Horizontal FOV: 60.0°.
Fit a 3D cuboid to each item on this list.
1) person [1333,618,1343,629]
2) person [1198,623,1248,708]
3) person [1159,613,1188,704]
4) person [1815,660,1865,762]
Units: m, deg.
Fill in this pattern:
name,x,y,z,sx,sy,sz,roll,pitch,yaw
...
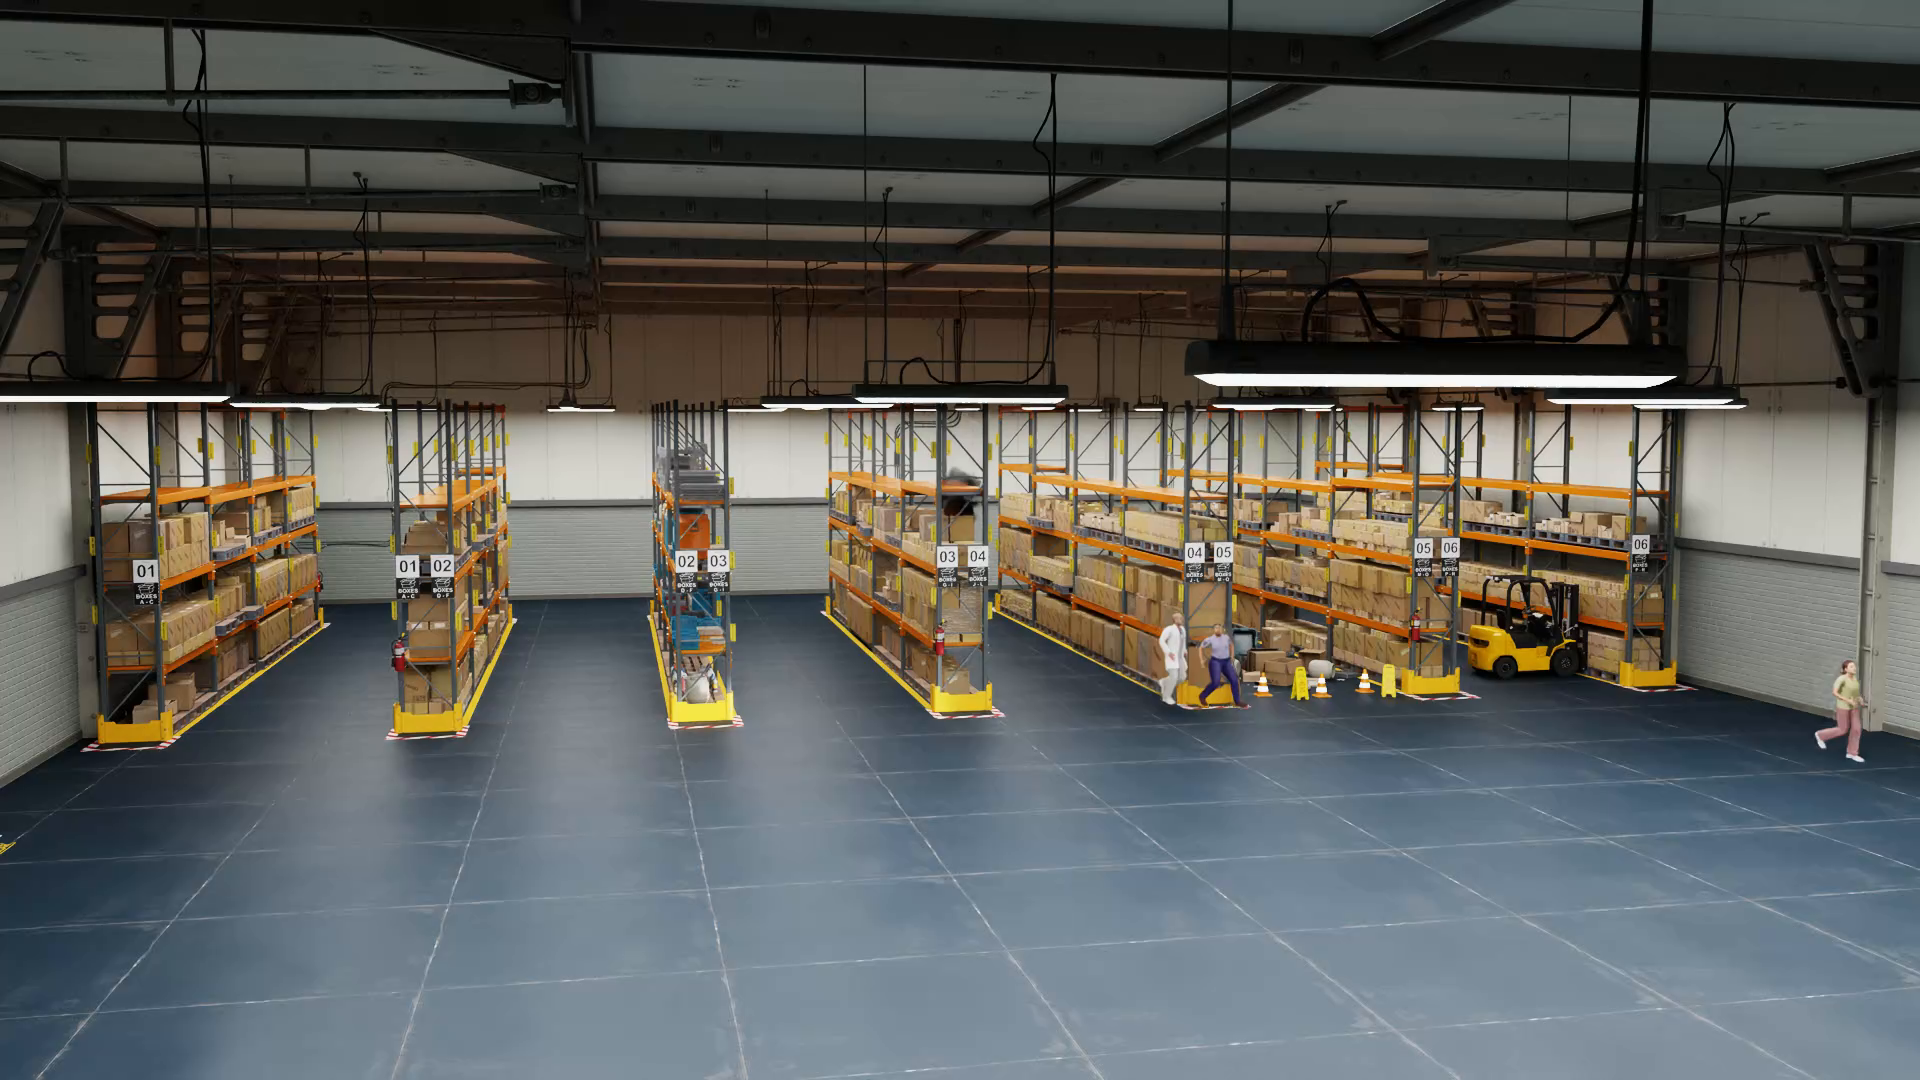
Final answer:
name,x,y,z,sx,sy,sz,roll,pitch,yaw
person,10.184,1.597,44.144,0.578,1.648,0.792,-2,5,-23
person,4.992,2.385,31.706,0.813,1.599,0.687,-2,5,-27
person,4.120,2.278,32.089,0.754,1.693,0.603,-4,6,-41
person,14.763,2.819,27.758,0.587,1.663,0.829,-2,5,-24
